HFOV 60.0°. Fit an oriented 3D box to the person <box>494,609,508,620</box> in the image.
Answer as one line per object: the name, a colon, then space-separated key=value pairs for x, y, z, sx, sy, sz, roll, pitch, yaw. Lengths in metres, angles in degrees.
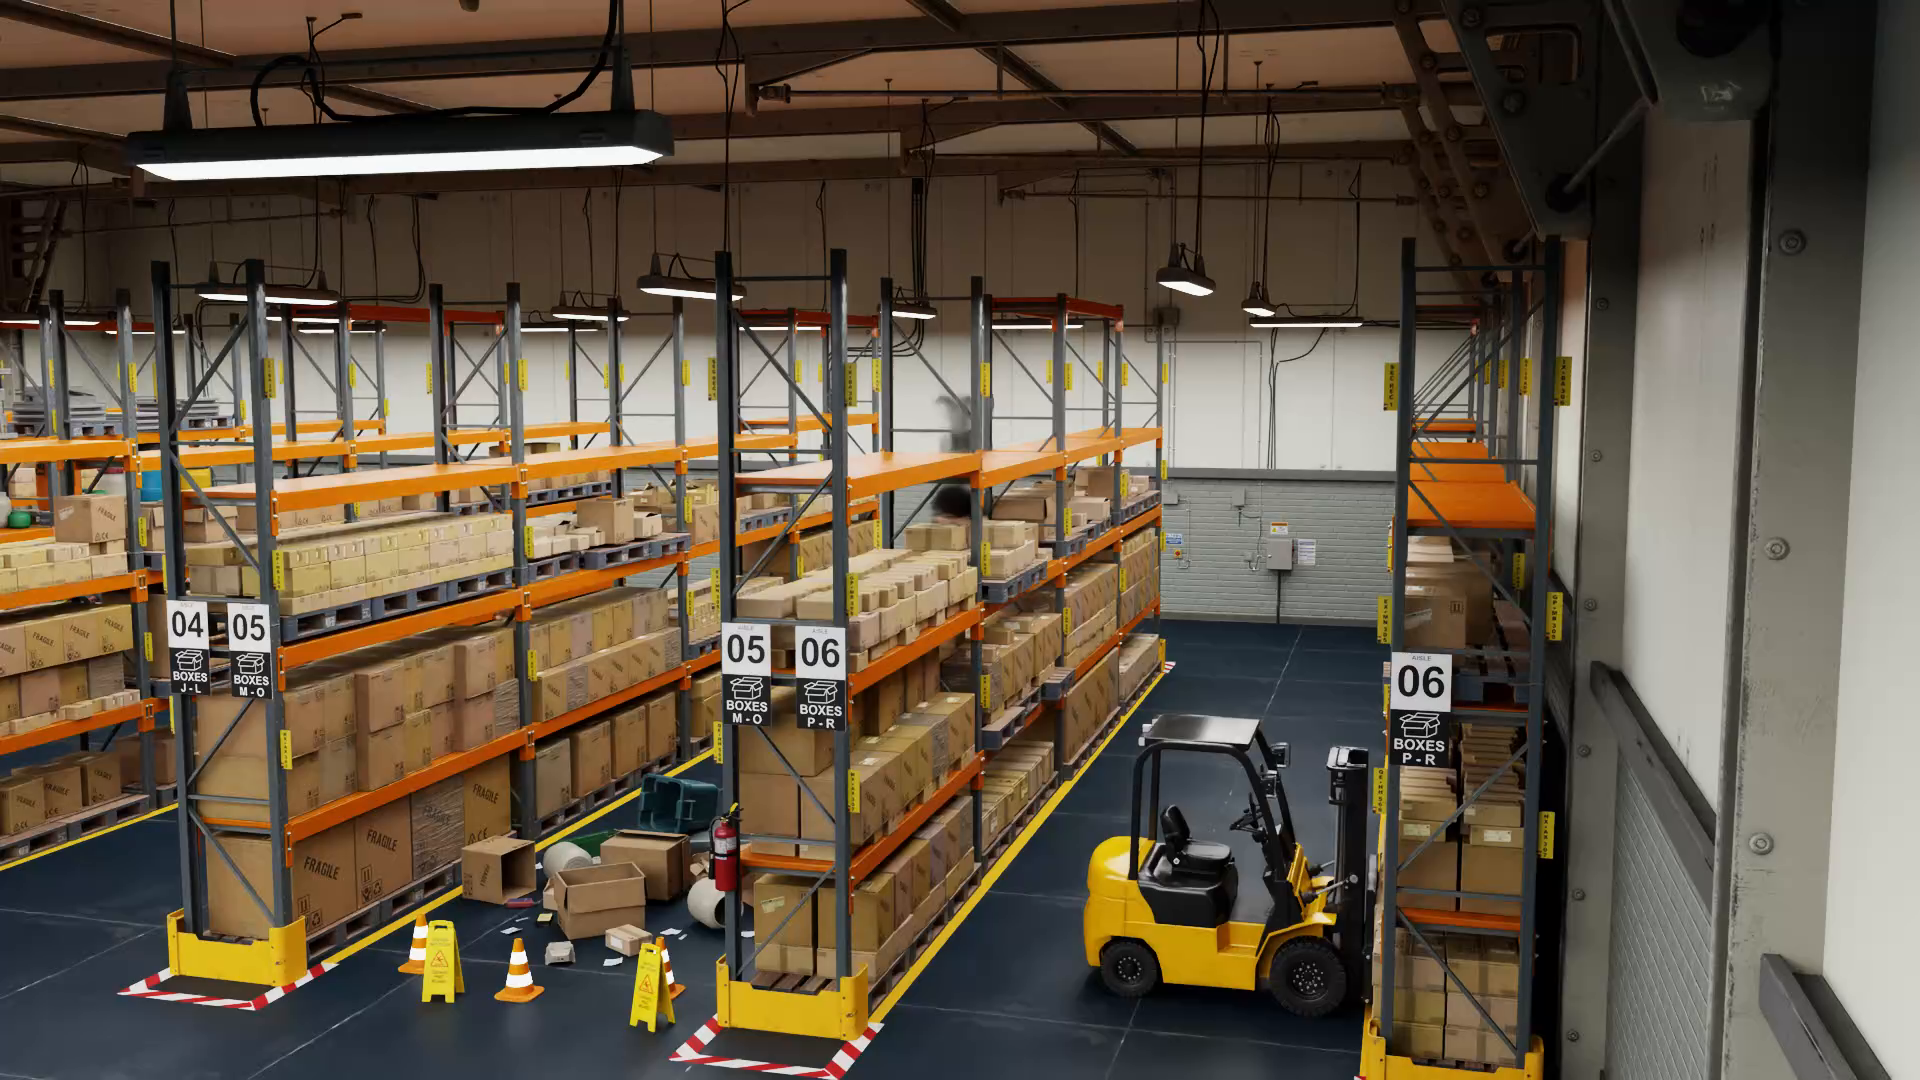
person: x=-6.732 y=1.791 z=24.385 sx=0.509 sy=1.648 sz=0.728 roll=1 pitch=6 yaw=10
